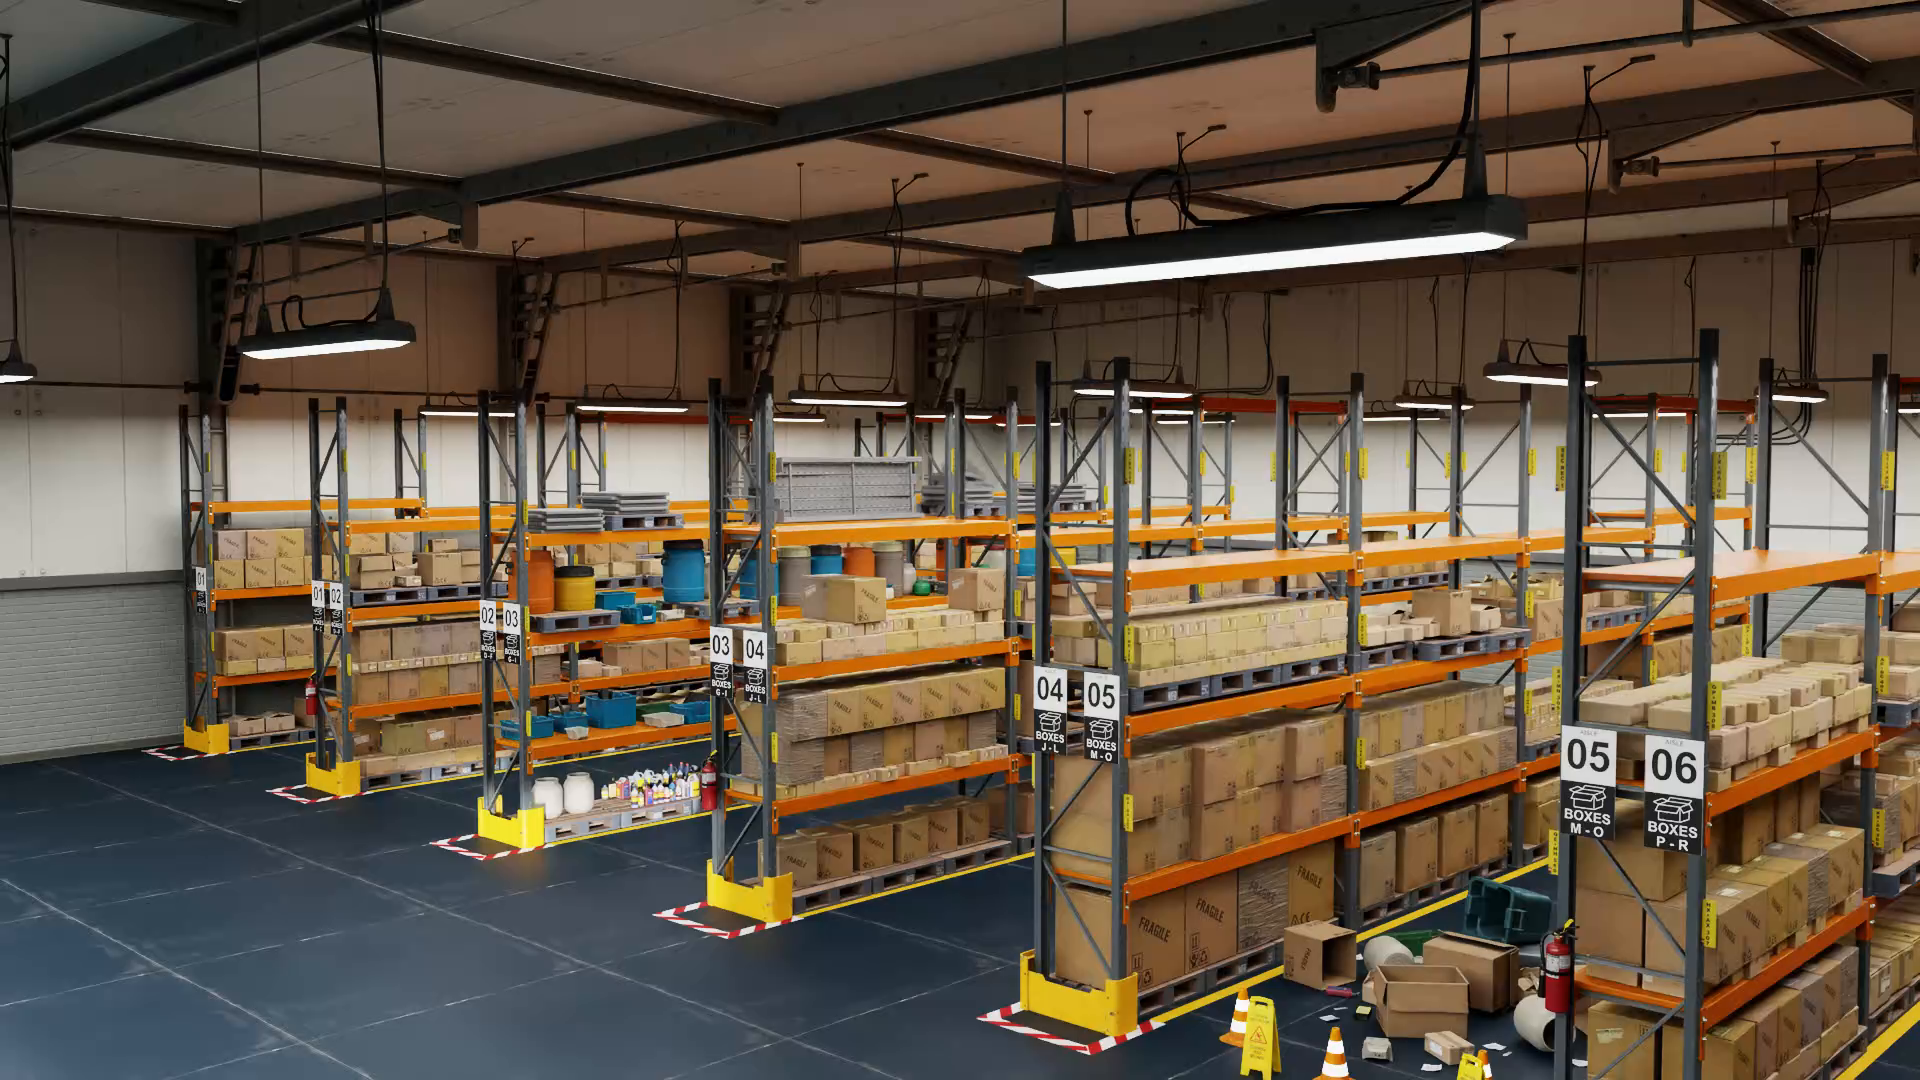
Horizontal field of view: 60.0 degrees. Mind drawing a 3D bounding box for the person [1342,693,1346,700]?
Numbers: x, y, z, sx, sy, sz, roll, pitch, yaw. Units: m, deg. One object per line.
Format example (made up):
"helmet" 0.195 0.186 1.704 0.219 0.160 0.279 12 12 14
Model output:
"person" 5.682 3.040 24.421 0.595 1.667 0.885 2 4 39
